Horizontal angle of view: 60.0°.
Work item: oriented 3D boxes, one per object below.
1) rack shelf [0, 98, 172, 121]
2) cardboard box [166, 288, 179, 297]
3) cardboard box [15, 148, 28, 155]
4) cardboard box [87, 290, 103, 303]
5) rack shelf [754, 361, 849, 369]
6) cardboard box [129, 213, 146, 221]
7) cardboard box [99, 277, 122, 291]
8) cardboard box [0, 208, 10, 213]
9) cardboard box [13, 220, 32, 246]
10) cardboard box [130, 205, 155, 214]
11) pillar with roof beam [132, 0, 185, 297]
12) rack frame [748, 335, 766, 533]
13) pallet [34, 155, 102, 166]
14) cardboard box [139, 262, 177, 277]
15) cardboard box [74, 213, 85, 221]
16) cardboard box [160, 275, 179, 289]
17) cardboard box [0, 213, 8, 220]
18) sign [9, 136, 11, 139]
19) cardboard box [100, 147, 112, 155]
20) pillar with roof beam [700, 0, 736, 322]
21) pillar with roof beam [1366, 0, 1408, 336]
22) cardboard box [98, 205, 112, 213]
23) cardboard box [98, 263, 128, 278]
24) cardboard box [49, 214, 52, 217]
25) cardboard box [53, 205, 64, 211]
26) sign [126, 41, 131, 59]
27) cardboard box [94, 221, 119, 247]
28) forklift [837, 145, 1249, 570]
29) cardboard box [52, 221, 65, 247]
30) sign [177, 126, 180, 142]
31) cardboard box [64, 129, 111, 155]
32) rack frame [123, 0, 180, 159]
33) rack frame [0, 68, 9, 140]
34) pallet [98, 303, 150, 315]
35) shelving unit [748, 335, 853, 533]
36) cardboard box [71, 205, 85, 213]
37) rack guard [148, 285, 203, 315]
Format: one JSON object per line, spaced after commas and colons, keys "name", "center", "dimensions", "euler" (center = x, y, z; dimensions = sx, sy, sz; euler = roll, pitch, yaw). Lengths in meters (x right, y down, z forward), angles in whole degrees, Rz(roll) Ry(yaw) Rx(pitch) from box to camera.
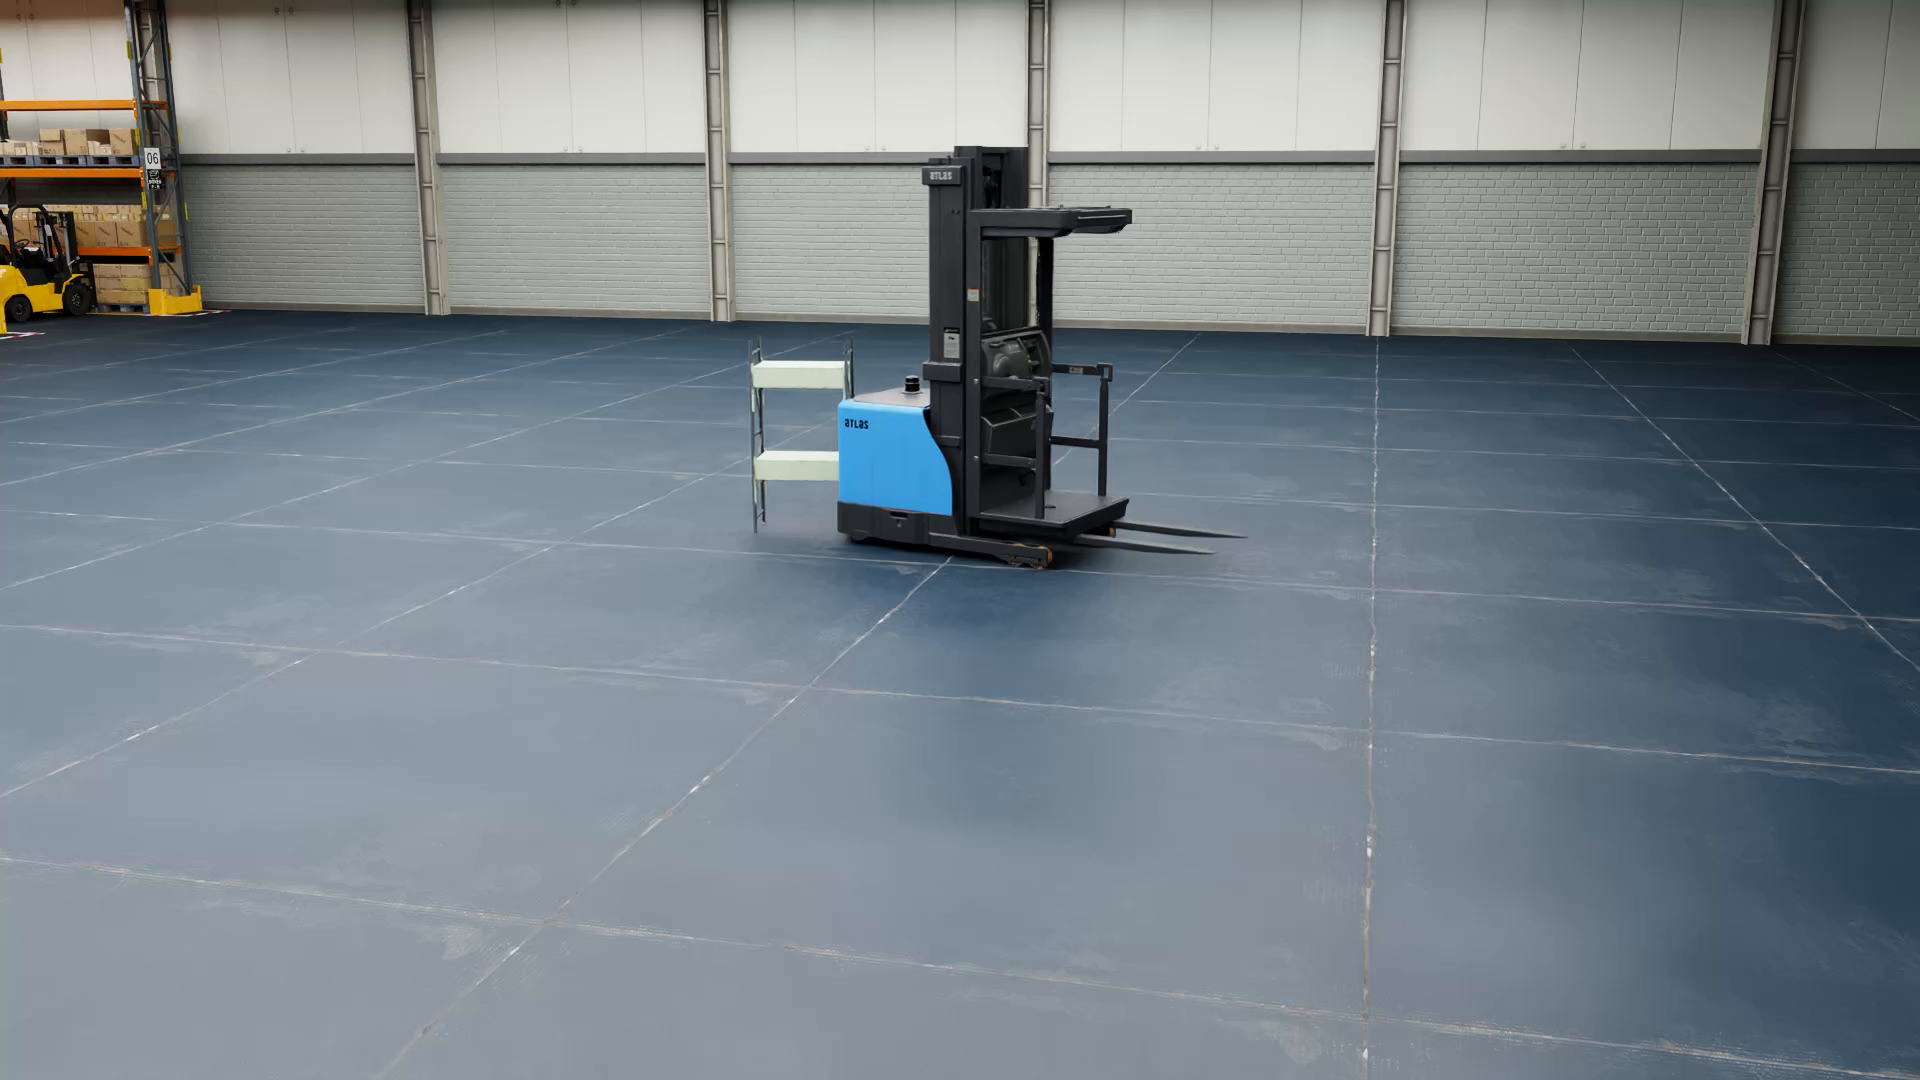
{"name": "rack shelf", "center": [-17.600, -8.492, 32.818], "dimensions": [4.000, 0.370, 1.077], "euler": [3, 13, 14]}
{"name": "cardboard box", "center": [-16.577, -5.768, 33.406], "dimensions": [1.525, 1.888, 0.565], "euler": [3, 13, 14]}
{"name": "cardboard box", "center": [-18.432, -7.682, 32.888], "dimensions": [0.250, 0.149, 0.380], "euler": [3, 13, 15]}
{"name": "cardboard box", "center": [-17.154, -4.882, 33.192], "dimensions": [0.500, 0.250, 0.500], "euler": [3, 13, 14]}
{"name": "rack shelf", "center": [-1.222, -1.300, 12.877], "dimensions": [0.686, 0.124, 0.368], "euler": [1, 13, 4]}
{"name": "cardboard box", "center": [-16.062, -6.330, 32.613], "dimensions": [0.250, 0.149, 0.380], "euler": [3, 13, 14]}
{"name": "cardboard box", "center": [-16.690, -5.100, 33.022], "dimensions": [0.500, 0.250, 0.500], "euler": [3, 13, 13]}
{"name": "cardboard box", "center": [-19.023, -6.654, 33.386], "dimensions": [0.250, 0.149, 0.380], "euler": [3, 13, 14]}
{"name": "cardboard box", "center": [-18.664, -6.161, 33.346], "dimensions": [0.500, 0.500, 0.500], "euler": [3, 13, 15]}
{"name": "cardboard box", "center": [-16.056, -6.491, 32.649], "dimensions": [0.250, 0.149, 0.380], "euler": [3, 13, 14]}
{"name": "pillar with roof beam", "center": [-17.149, -8.255, 29.166], "dimensions": [0.548, 9.000, 9.100], "euler": [3, 13, 14]}
{"name": "rack frame", "center": [-1.587, -0.829, 13.007], "dimensions": [0.023, 1.500, 0.400], "euler": [1, 13, 4]}
{"name": "pallet", "center": [-17.526, -7.532, 33.037], "dimensions": [1.213, 0.211, 1.003], "euler": [3, 13, 14]}
{"name": "cardboard box", "center": [-16.079, -5.421, 33.314], "dimensions": [0.500, 0.250, 0.500], "euler": [3, 13, 13]}
{"name": "cardboard box", "center": [-17.313, -6.392, 32.890], "dimensions": [0.255, 0.149, 0.383], "euler": [3, 13, 15]}
{"name": "cardboard box", "center": [-16.065, -5.181, 33.384], "dimensions": [0.500, 0.250, 0.500], "euler": [3, 13, 15]}
{"name": "cardboard box", "center": [-19.043, -6.494, 33.350], "dimensions": [0.250, 0.149, 0.380], "euler": [3, 13, 15]}
{"name": "sign", "center": [-26.503, -8.071, 29.939], "dimensions": [11.899, 2.034, 11.111], "euler": [3, 13, 14]}
{"name": "cardboard box", "center": [-16.535, -7.581, 32.431], "dimensions": [0.250, 0.149, 0.380], "euler": [3, 13, 12]}
{"name": "pillar with roof beam", "center": [-5.499, -7.632, 26.359], "dimensions": [0.400, 9.000, 9.100], "euler": [3, 13, 14]}
{"name": "pillar with roof beam", "center": [6.151, -7.010, 23.552], "dimensions": [0.400, 9.000, 9.100], "euler": [3, 13, 14]}
{"name": "cardboard box", "center": [-16.788, -6.534, 32.842], "dimensions": [0.250, 0.149, 0.380], "euler": [3, 13, 14]}
{"name": "cardboard box", "center": [-16.677, -5.340, 32.949], "dimensions": [0.500, 0.250, 0.500], "euler": [3, 13, 15]}
{"name": "cardboard box", "center": [-18.059, -6.435, 33.083], "dimensions": [0.250, 0.149, 0.380], "euler": [3, 13, 12]}
{"name": "cardboard box", "center": [-17.787, -6.586, 33.078], "dimensions": [0.250, 0.149, 0.380], "euler": [3, 13, 14]}
{"name": "sign", "center": [-15.802, -9.316, 31.608], "dimensions": [0.005, 0.325, 0.100], "euler": [3, 13, 14]}
{"name": "cardboard box", "center": [-16.700, -6.054, 32.864], "dimensions": [0.500, 0.500, 0.500], "euler": [3, 13, 15]}
{"name": "forklift", "center": [0.593, -1.351, 12.055], "dimensions": [3.031, 2.935, 1.130], "euler": [7, 15, 30]}
{"name": "cardboard box", "center": [-17.688, -6.104, 33.091], "dimensions": [0.500, 0.500, 0.500], "euler": [3, 13, 14]}
{"name": "sign", "center": [-15.519, -8.052, 32.975], "dimensions": [0.005, 0.325, 0.100], "euler": [3, 13, 14]}
{"name": "cardboard box", "center": [-17.117, -7.819, 32.694], "dimensions": [0.500, 0.500, 0.700], "euler": [3, 13, 14]}
{"name": "rack frame", "center": [-15.658, -8.935, 32.229], "dimensions": [0.127, 3.000, 1.000], "euler": [3, 13, 14]}
{"name": "rack frame", "center": [-19.541, -9.142, 33.164], "dimensions": [0.127, 3.000, 1.000], "euler": [3, 13, 14]}
{"name": "pallet", "center": [-16.410, -4.676, 33.320], "dimensions": [1.213, 0.211, 1.003], "euler": [3, 13, 14]}
{"name": "shelving unit", "center": [-1.225, -0.824, 12.983], "dimensions": [0.748, 1.500, 0.431], "euler": [1, 13, 4]}
{"name": "cardboard box", "center": [-17.319, -6.536, 32.853], "dimensions": [0.250, 0.149, 0.380], "euler": [3, 13, 15]}
{"name": "rack guard", "center": [-15.635, -4.784, 33.144], "dimensions": [0.348, 0.500, 1.175], "euler": [3, 13, 14]}
